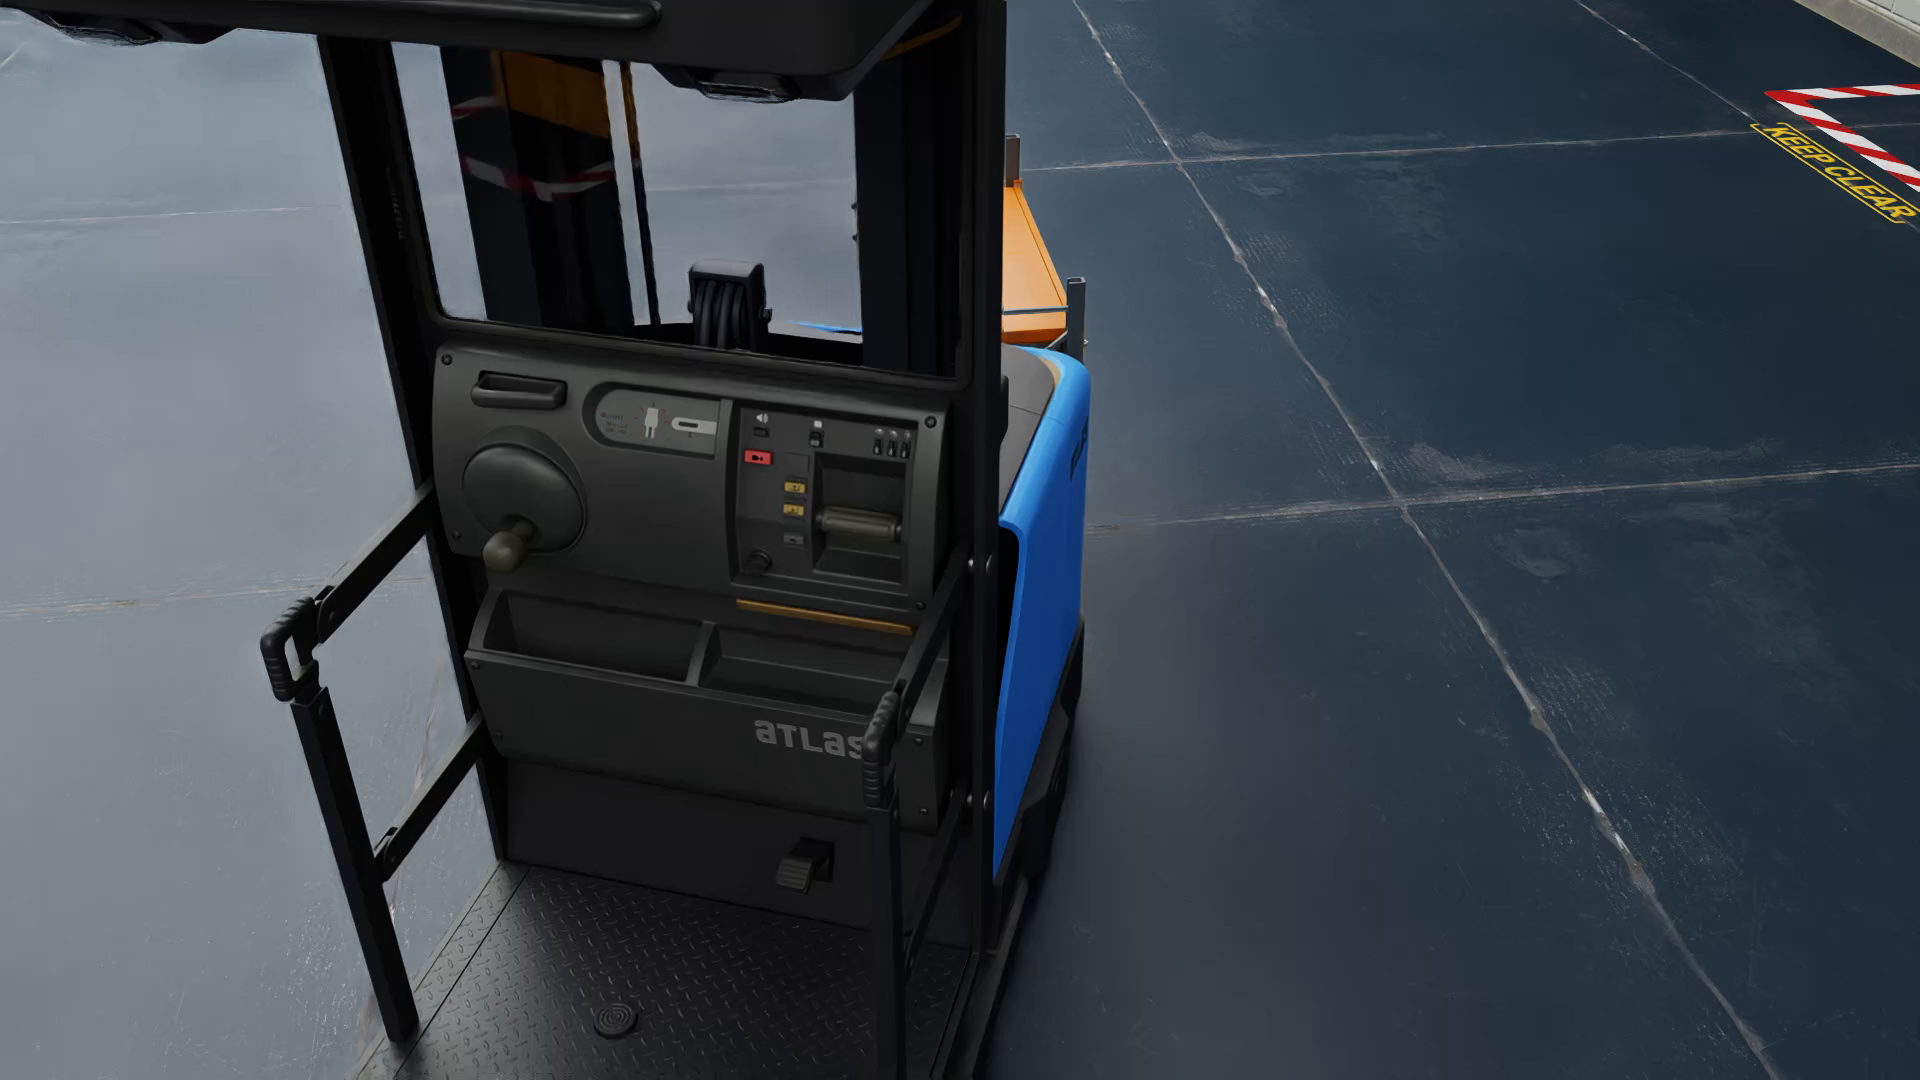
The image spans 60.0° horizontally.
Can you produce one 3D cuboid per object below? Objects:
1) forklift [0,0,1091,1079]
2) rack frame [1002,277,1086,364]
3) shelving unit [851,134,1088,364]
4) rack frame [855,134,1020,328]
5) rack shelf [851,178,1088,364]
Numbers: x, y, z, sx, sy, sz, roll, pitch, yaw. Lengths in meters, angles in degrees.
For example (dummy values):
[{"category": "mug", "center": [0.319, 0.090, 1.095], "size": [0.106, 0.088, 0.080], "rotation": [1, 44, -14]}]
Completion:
[{"category": "forklift", "center": [-0.532, -0.040, 2.706], "size": [1.130, 2.935, 3.031], "rotation": [8, 35, 12]}, {"category": "rack frame", "center": [0.069, -0.177, 4.511], "size": [0.500, 1.125, 0.032], "rotation": [-4, 35, -6]}, {"category": "shelving unit", "center": [0.001, -0.461, 4.928], "size": [0.538, 1.125, 1.048], "rotation": [-4, 35, -6]}, {"category": "rack frame", "center": [-0.067, -0.745, 5.344], "size": [0.500, 1.125, 0.032], "rotation": [-4, 35, -6]}, {"category": "rack shelf", "center": [0.001, -0.703, 4.763], "size": [0.538, 0.278, 1.000], "rotation": [-4, 35, -6]}]
